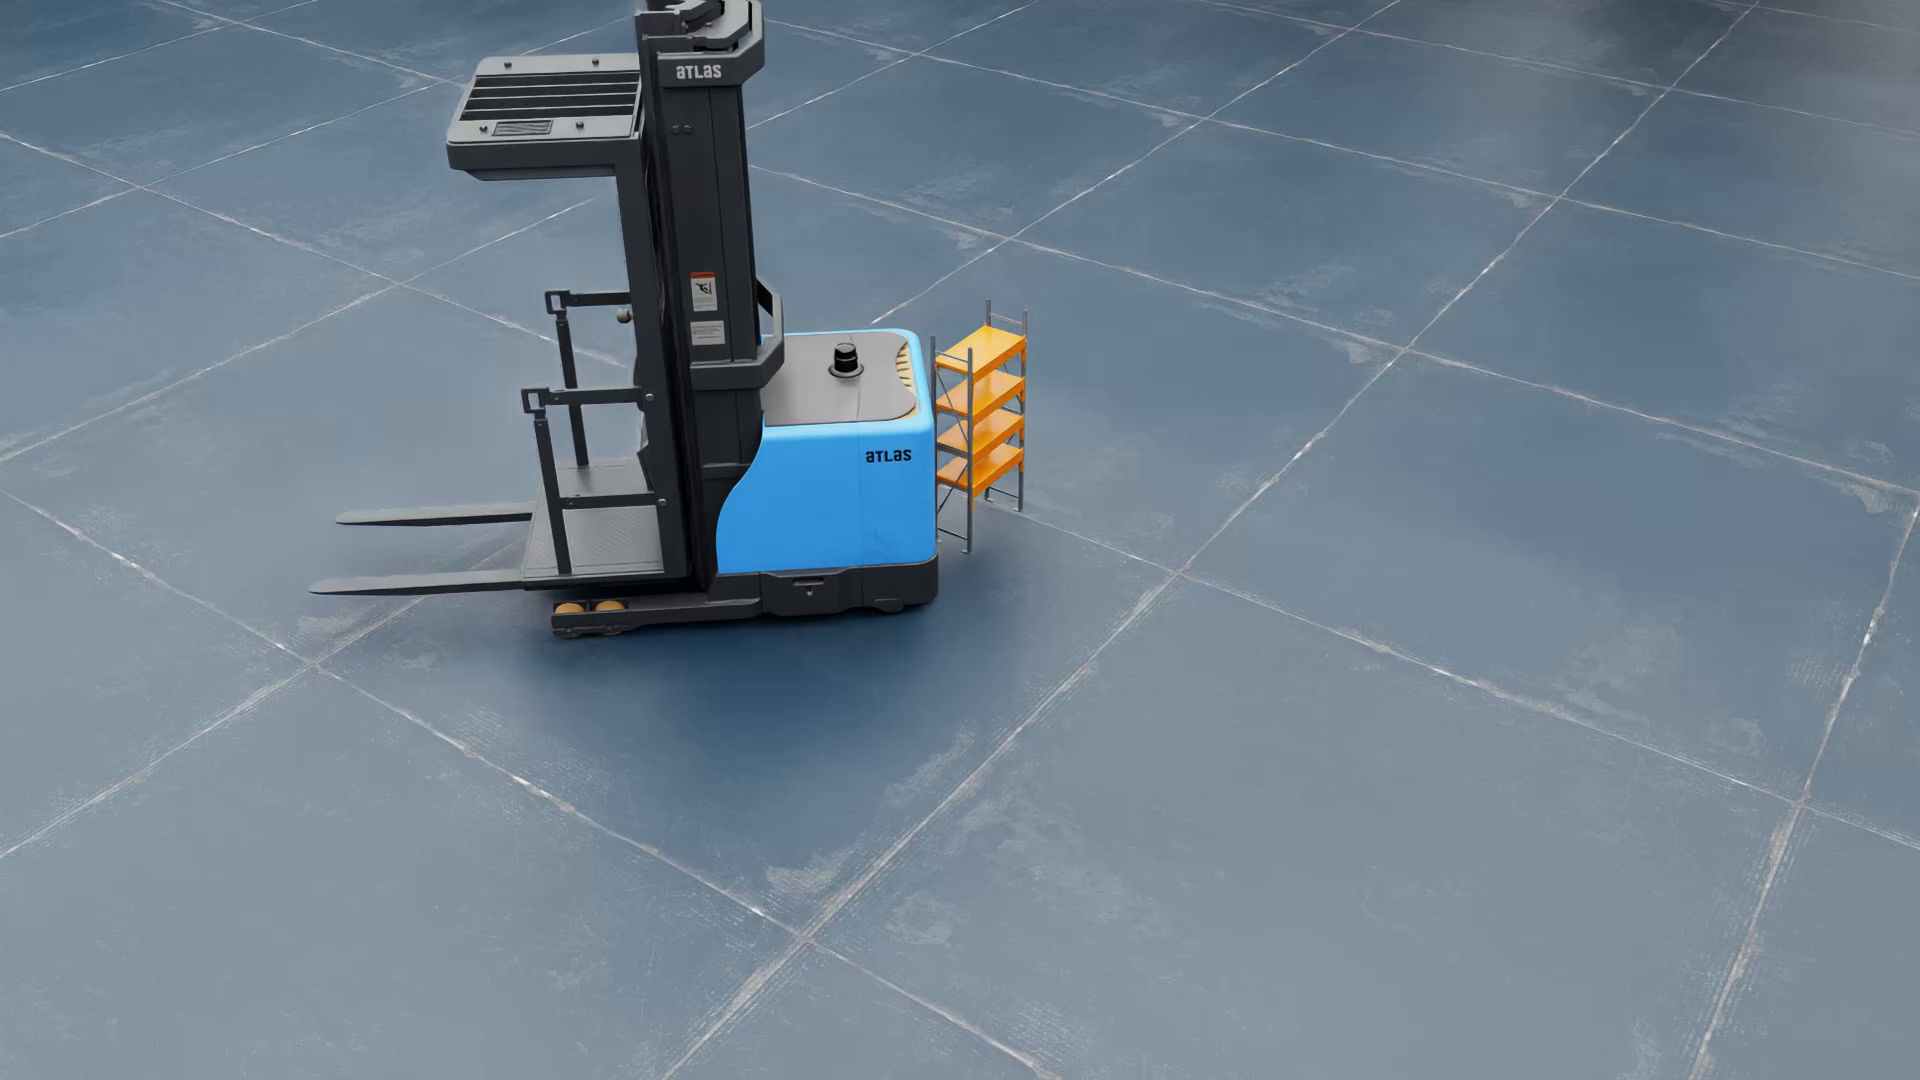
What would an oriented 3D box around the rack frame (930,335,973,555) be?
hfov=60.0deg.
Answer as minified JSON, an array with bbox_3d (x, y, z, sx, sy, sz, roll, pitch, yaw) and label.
[{"bbox_3d":[-0.041,-0.461,8.360,0.240,1.200,0.015,21,39,28],"label":"rack frame"}]

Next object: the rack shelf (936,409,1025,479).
[{"bbox_3d":[0.097,-0.518,8.564,0.258,0.148,0.480,21,39,28],"label":"rack shelf"}]

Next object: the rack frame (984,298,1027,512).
[{"bbox_3d":[0.235,-0.686,8.693,0.240,1.200,0.015,21,39,28],"label":"rack frame"}]

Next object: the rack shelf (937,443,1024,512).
[{"bbox_3d":[0.097,-0.353,8.675,0.258,0.148,0.480,21,39,28],"label":"rack shelf"}]

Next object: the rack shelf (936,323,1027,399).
[{"bbox_3d":[0.096,-0.899,8.307,0.258,0.148,0.480,21,39,28],"label":"rack shelf"}]

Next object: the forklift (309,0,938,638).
[{"bbox_3d":[-1.658,-1.054,7.692,3.031,2.935,1.130,-3,34,-5],"label":"forklift"}]

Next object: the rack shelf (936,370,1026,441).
[{"bbox_3d":[0.097,-0.703,8.439,0.258,0.148,0.480,21,39,28],"label":"rack shelf"}]

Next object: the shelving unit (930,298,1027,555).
[{"bbox_3d":[0.097,-0.574,8.527,0.258,1.200,0.503,21,39,28],"label":"shelving unit"}]
